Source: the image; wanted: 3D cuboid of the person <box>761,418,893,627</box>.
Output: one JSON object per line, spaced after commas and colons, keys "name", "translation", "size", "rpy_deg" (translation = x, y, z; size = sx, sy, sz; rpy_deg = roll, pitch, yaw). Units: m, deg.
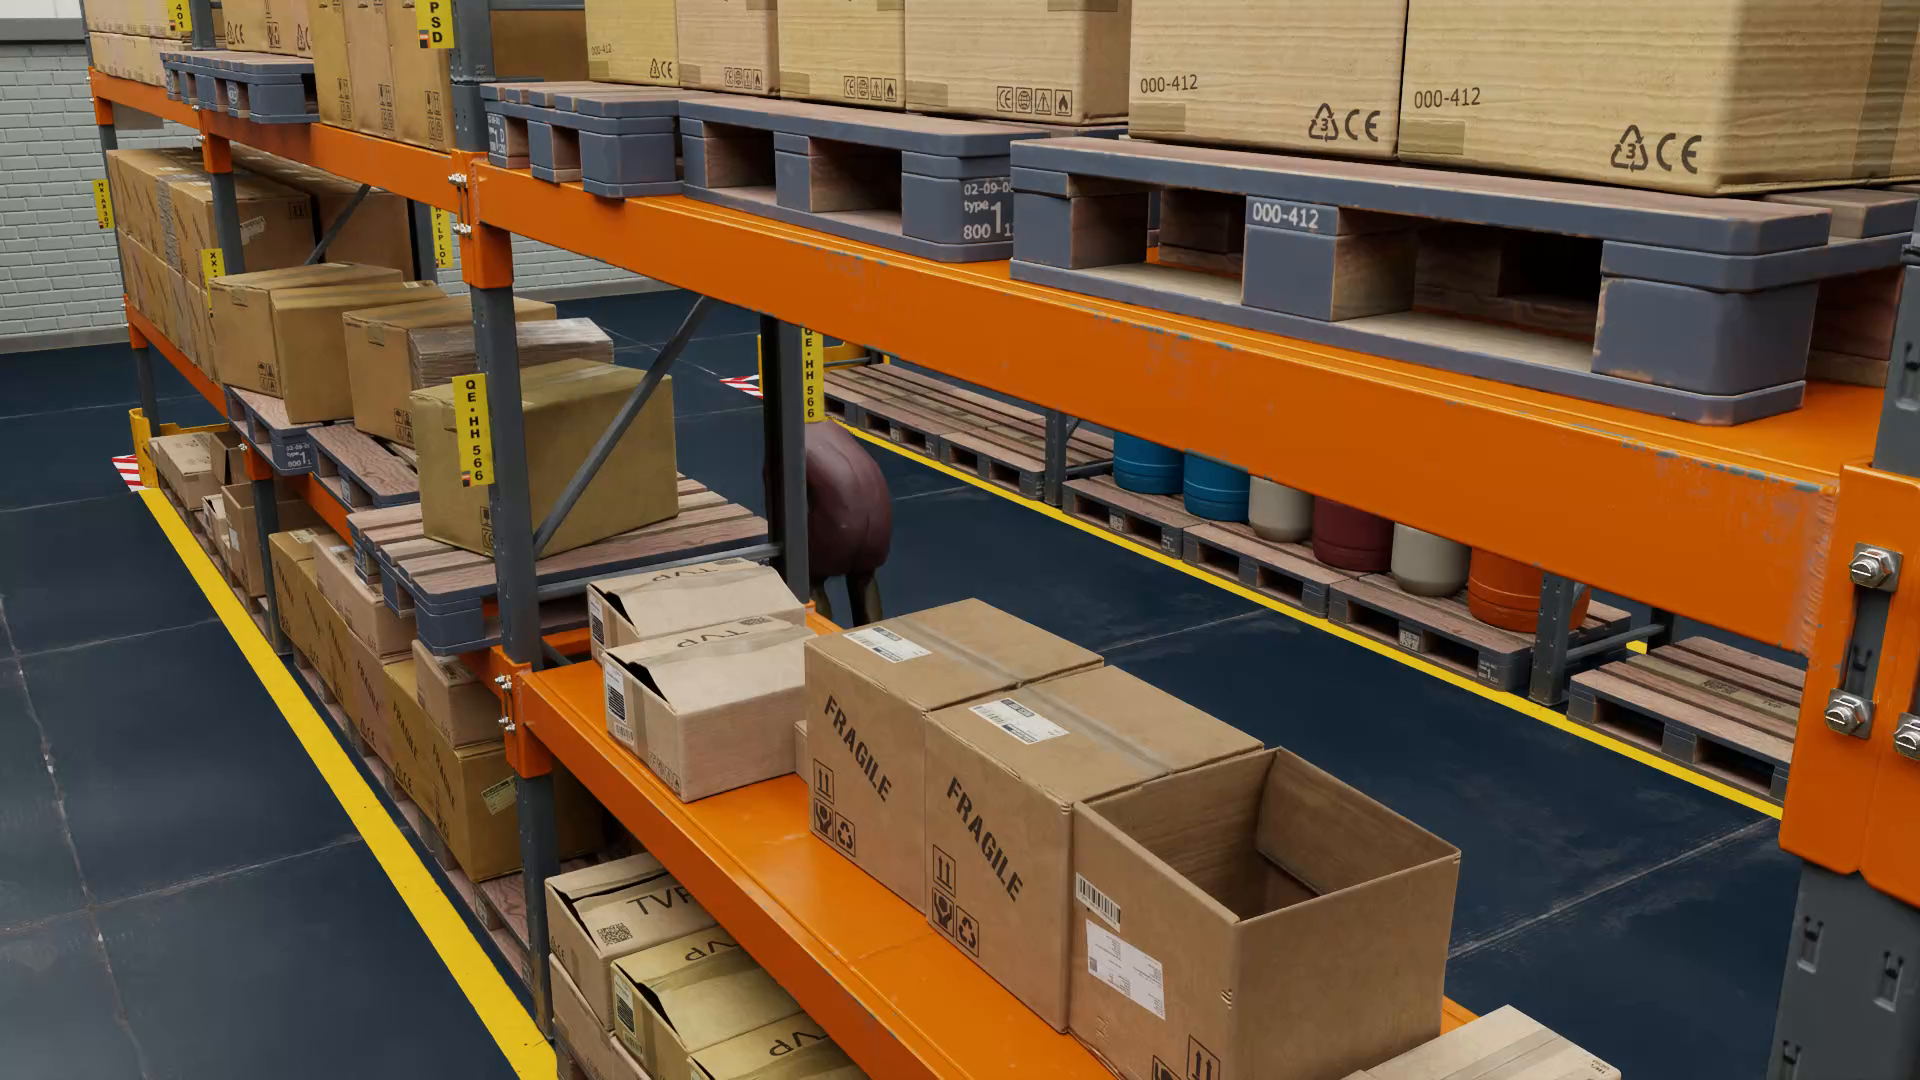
{"name": "person", "translation": [-0.690, 0.004, 8.311], "size": [0.565, 1.323, 0.890], "rpy_deg": [-12, 21, -33]}
